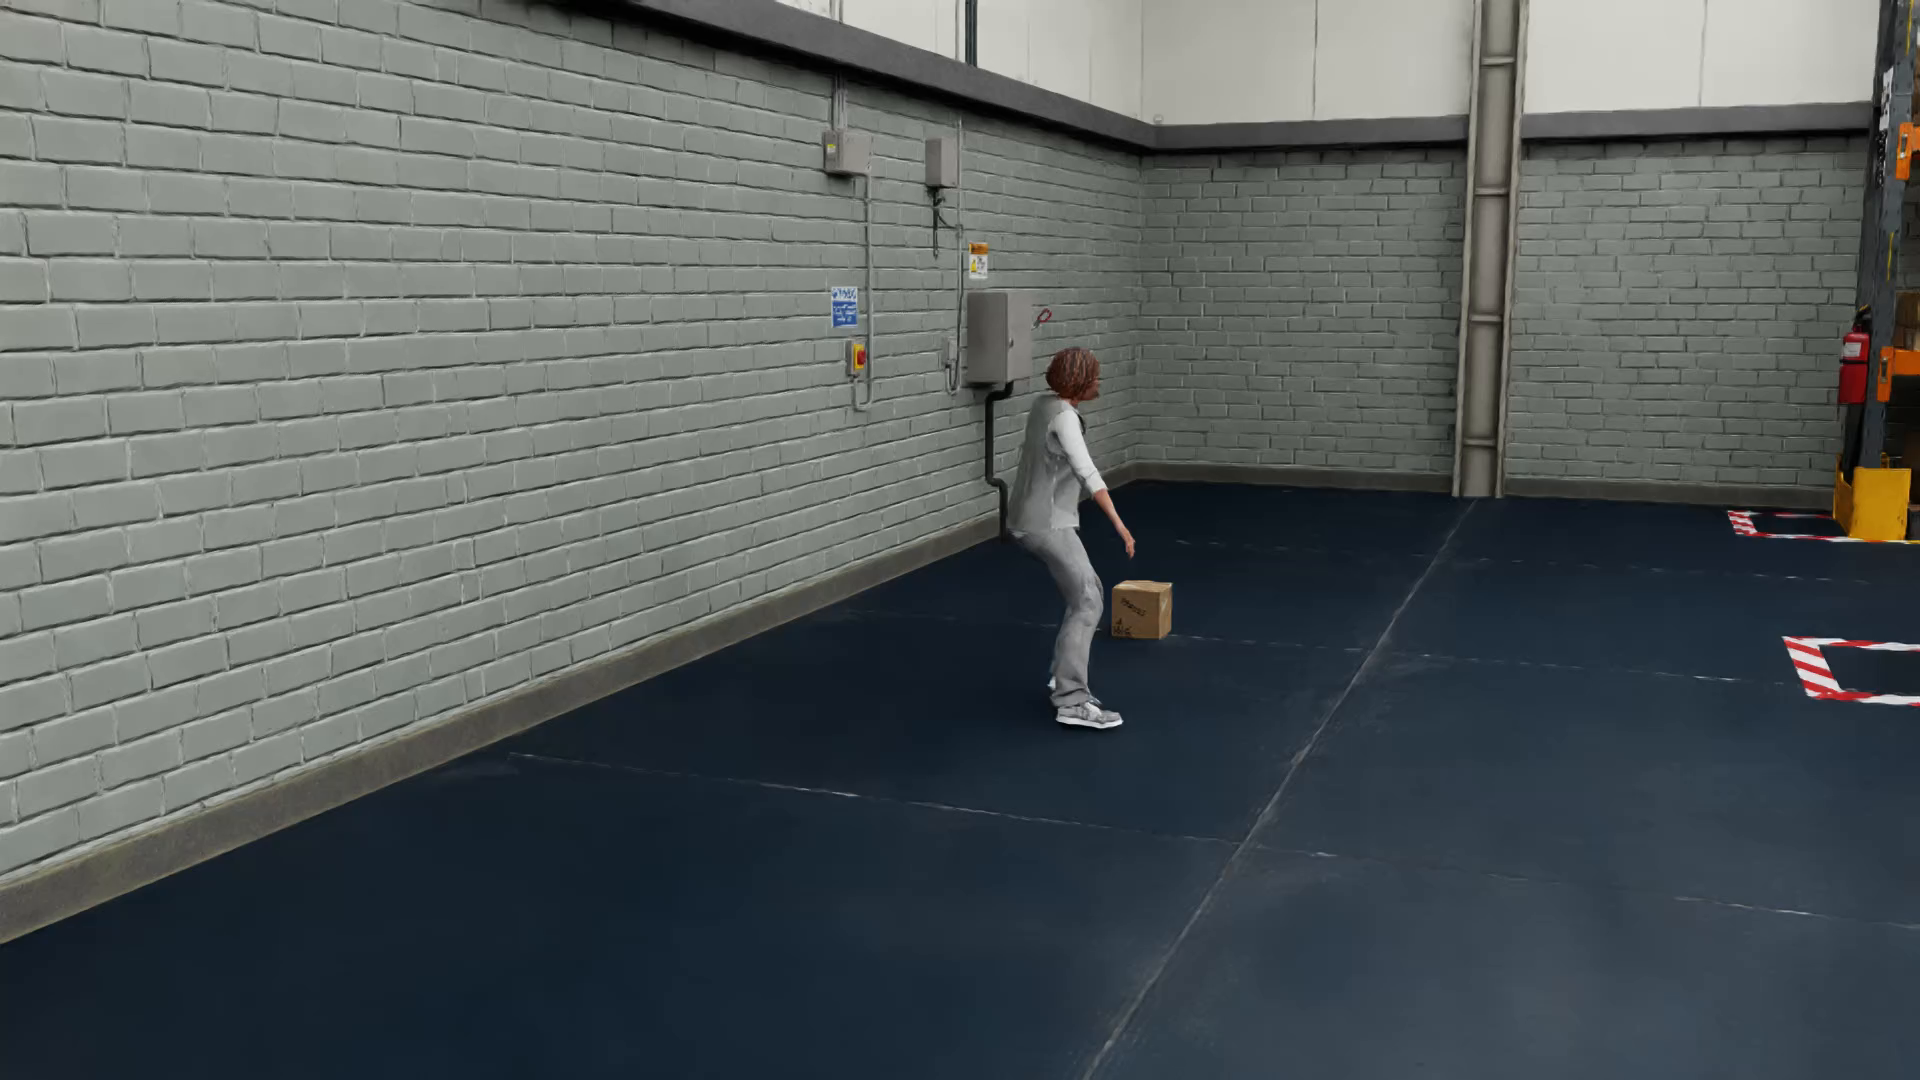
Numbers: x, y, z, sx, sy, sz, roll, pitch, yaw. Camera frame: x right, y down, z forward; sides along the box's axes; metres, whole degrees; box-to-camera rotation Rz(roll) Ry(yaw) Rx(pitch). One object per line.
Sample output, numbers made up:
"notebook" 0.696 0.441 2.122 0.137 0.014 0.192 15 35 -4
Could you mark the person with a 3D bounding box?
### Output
"person" 0.451 -0.019 6.859 0.455 1.546 0.795 -3 9 -17
